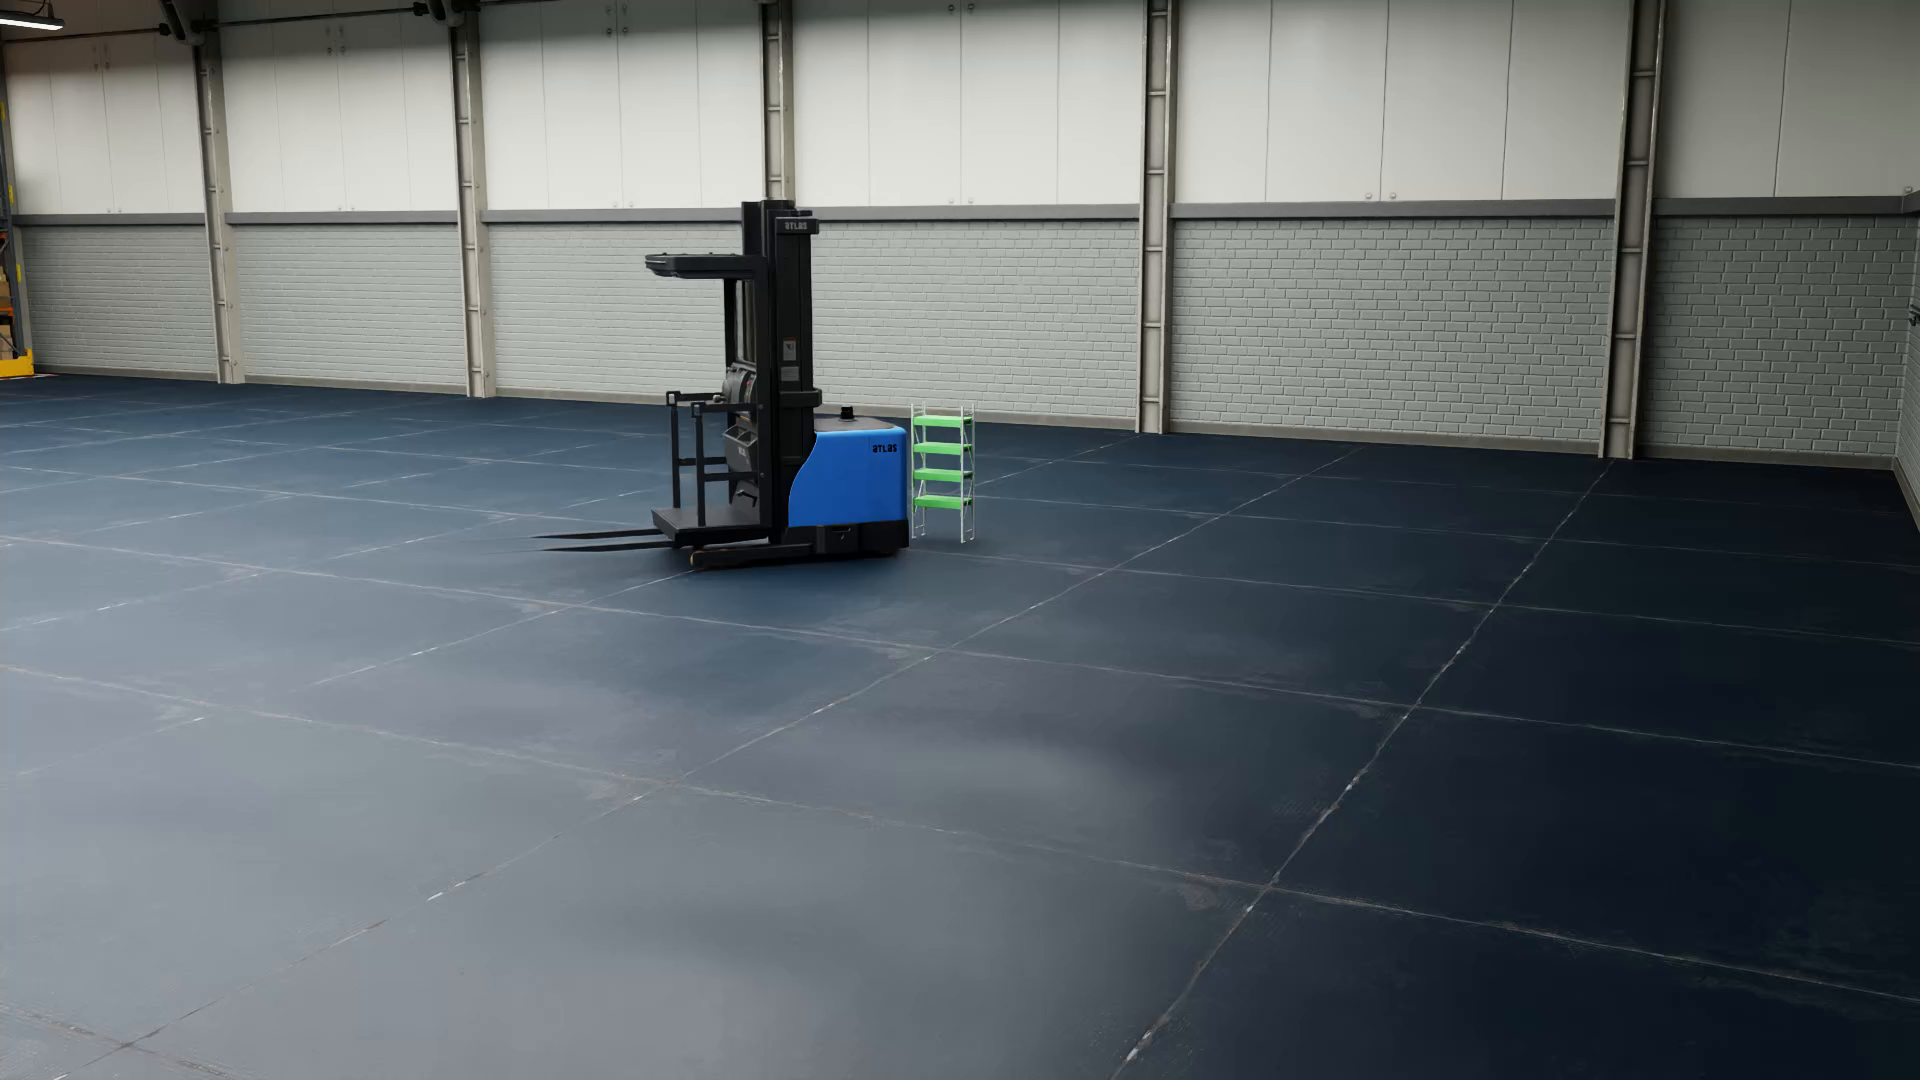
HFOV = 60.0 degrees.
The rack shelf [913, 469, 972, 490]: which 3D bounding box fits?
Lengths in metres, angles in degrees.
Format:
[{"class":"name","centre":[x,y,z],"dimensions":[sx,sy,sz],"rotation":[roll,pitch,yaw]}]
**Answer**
[{"class":"rack shelf","centre":[-0.148,-0.541,14.707],"dimensions":[0.480,0.148,0.258],"rotation":[5,11,26]}]

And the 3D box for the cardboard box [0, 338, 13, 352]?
[{"class":"cardboard box","centre":[-18.968,-3.829,32.605],"dimensions":[0.500,0.250,0.500],"rotation":[5,12,27]}]

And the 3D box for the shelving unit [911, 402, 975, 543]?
[{"class":"shelving unit","centre":[-0.148,-0.603,14.695],"dimensions":[0.503,1.200,0.258],"rotation":[5,11,26]}]

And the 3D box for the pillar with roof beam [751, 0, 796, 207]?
[{"class":"pillar with roof beam","centre":[-4.627,-5.705,20.982],"dimensions":[0.548,9.000,9.100],"rotation":[5,11,26]}]

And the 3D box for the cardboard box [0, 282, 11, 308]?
[{"class":"cardboard box","centre":[-18.960,-4.792,32.506],"dimensions":[0.500,0.500,0.500],"rotation":[5,12,28]}]

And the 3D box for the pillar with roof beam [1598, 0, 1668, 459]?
[{"class":"pillar with roof beam","centre":[6.135,-4.759,15.757],"dimensions":[0.400,9.000,9.100],"rotation":[5,11,26]}]

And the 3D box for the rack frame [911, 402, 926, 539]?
[{"class":"rack frame","centre":[-0.367,-0.623,14.802],"dimensions":[0.015,1.200,0.240],"rotation":[5,11,26]}]

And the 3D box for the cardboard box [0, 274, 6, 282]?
[{"class":"cardboard box","centre":[-18.828,-5.096,32.364],"dimensions":[0.250,0.149,0.380],"rotation":[5,11,24]}]

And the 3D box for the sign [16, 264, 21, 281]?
[{"class":"sign","centre":[-18.387,-5.213,32.457],"dimensions":[0.005,0.325,0.100],"rotation":[5,11,26]}]

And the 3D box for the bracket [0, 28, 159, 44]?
[{"class":"bracket","centre":[-16.323,-9.288,30.674],"dimensions":[4.783,0.066,0.076],"rotation":[5,11,26]}]

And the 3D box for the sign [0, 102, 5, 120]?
[{"class":"sign","centre":[-18.387,-8.237,31.909],"dimensions":[0.005,0.325,0.100],"rotation":[5,11,26]}]

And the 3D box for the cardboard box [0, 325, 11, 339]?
[{"class":"cardboard box","centre":[-18.986,-4.073,32.548],"dimensions":[0.500,0.250,0.500],"rotation":[5,11,25]}]

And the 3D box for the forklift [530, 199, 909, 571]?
[{"class":"forklift","centre":[-2.001,-1.300,13.681],"dimensions":[3.031,2.935,1.130],"rotation":[-4,11,-21]}]

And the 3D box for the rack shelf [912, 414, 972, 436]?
[{"class":"rack shelf","centre":[-0.148,-1.013,14.621],"dimensions":[0.480,0.148,0.258],"rotation":[5,11,26]}]

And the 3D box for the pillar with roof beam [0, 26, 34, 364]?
[{"class":"pillar with roof beam","centre":[-20.769,-7.123,28.819],"dimensions":[0.400,9.000,9.100],"rotation":[5,11,26]}]

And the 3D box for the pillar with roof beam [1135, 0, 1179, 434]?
[{"class":"pillar with roof beam","centre":[0.754,-5.232,18.369],"dimensions":[0.400,9.000,9.100],"rotation":[5,11,26]}]

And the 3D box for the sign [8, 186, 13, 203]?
[{"class":"sign","centre":[-18.387,-6.693,32.189],"dimensions":[0.005,0.325,0.100],"rotation":[5,11,26]}]

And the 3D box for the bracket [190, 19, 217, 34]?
[{"class":"bracket","centre":[-13.268,-9.020,29.191],"dimensions":[0.430,0.232,0.235],"rotation":[5,11,26]}]

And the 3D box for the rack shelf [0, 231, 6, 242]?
[{"class":"rack shelf","centre":[-20.432,-5.939,32.721],"dimensions":[4.000,0.370,1.077],"rotation":[5,11,26]}]

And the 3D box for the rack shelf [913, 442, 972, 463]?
[{"class":"rack shelf","centre":[-0.148,-0.777,14.664],"dimensions":[0.480,0.148,0.258],"rotation":[5,11,26]}]

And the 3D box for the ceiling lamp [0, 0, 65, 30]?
[{"class":"ceiling lamp","centre":[-14.261,-9.335,24.652],"dimensions":[0.800,3.185,2.000],"rotation":[5,11,26]}]

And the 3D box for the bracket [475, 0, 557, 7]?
[{"class":"bracket","centre":[-5.562,-8.342,25.449],"dimensions":[4.783,0.066,0.076],"rotation":[5,11,26]}]

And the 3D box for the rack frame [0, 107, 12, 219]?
[{"class":"rack frame","centre":[-18.638,-7.612,31.519],"dimensions":[0.127,3.000,1.000],"rotation":[5,11,26]}]

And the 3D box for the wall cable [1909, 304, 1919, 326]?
[{"class":"wall cable","centre":[10.096,-3.475,17.383],"dimensions":[0.112,2.526,3.097],"rotation":[5,11,26]}]

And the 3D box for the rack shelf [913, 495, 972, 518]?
[{"class":"rack shelf","centre":[-0.148,-0.304,14.750],"dimensions":[0.480,0.148,0.258],"rotation":[5,11,26]}]

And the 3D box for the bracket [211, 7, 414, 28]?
[{"class":"bracket","centre":[-10.942,-8.815,28.062],"dimensions":[4.783,0.066,0.076],"rotation":[5,11,26]}]

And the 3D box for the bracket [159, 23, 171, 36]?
[{"class":"bracket","centre":[-14.013,-9.085,29.552],"dimensions":[0.430,0.232,0.235],"rotation":[5,11,26]}]

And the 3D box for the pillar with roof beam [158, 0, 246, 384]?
[{"class":"pillar with roof beam","centre":[-15.388,-6.650,26.207],"dimensions":[0.548,9.000,9.100],"rotation":[5,11,26]}]

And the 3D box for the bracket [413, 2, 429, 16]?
[{"class":"bracket","centre":[-8.632,-8.612,26.940],"dimensions":[0.430,0.232,0.235],"rotation":[5,11,26]}]

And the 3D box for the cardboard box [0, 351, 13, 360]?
[{"class":"cardboard box","centre":[-18.992,-3.583,32.648],"dimensions":[0.500,0.250,0.500],"rotation":[5,11,26]}]

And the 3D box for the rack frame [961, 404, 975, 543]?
[{"class":"rack frame","centre":[0.070,-0.584,14.589],"dimensions":[0.015,1.200,0.240],"rotation":[5,11,26]}]

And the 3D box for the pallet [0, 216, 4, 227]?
[{"class":"pallet","centre":[-19.261,-6.152,32.125],"dimensions":[1.213,0.211,1.003],"rotation":[5,11,26]}]

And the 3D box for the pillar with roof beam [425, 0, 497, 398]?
[{"class":"pillar with roof beam","centre":[-10.007,-6.177,23.594],"dimensions":[0.548,9.000,9.100],"rotation":[5,11,26]}]

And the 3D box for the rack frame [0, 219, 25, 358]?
[{"class":"rack frame","centre":[-18.638,-4.660,32.054],"dimensions":[0.127,3.000,1.000],"rotation":[5,11,26]}]

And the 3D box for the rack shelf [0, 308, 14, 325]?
[{"class":"rack shelf","centre":[-20.432,-4.463,32.989],"dimensions":[4.000,0.370,1.077],"rotation":[5,11,26]}]

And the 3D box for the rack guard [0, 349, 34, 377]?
[{"class":"rack guard","centre":[-18.617,-3.428,32.266],"dimensions":[0.348,0.500,1.175],"rotation":[5,11,26]}]

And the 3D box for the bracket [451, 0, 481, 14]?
[{"class":"bracket","centre":[-7.887,-8.547,26.579],"dimensions":[0.430,0.232,0.235],"rotation":[5,11,26]}]

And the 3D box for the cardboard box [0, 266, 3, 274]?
[{"class":"cardboard box","centre":[-18.845,-5.235,32.295],"dimensions":[0.250,0.149,0.380],"rotation":[5,11,25]}]
